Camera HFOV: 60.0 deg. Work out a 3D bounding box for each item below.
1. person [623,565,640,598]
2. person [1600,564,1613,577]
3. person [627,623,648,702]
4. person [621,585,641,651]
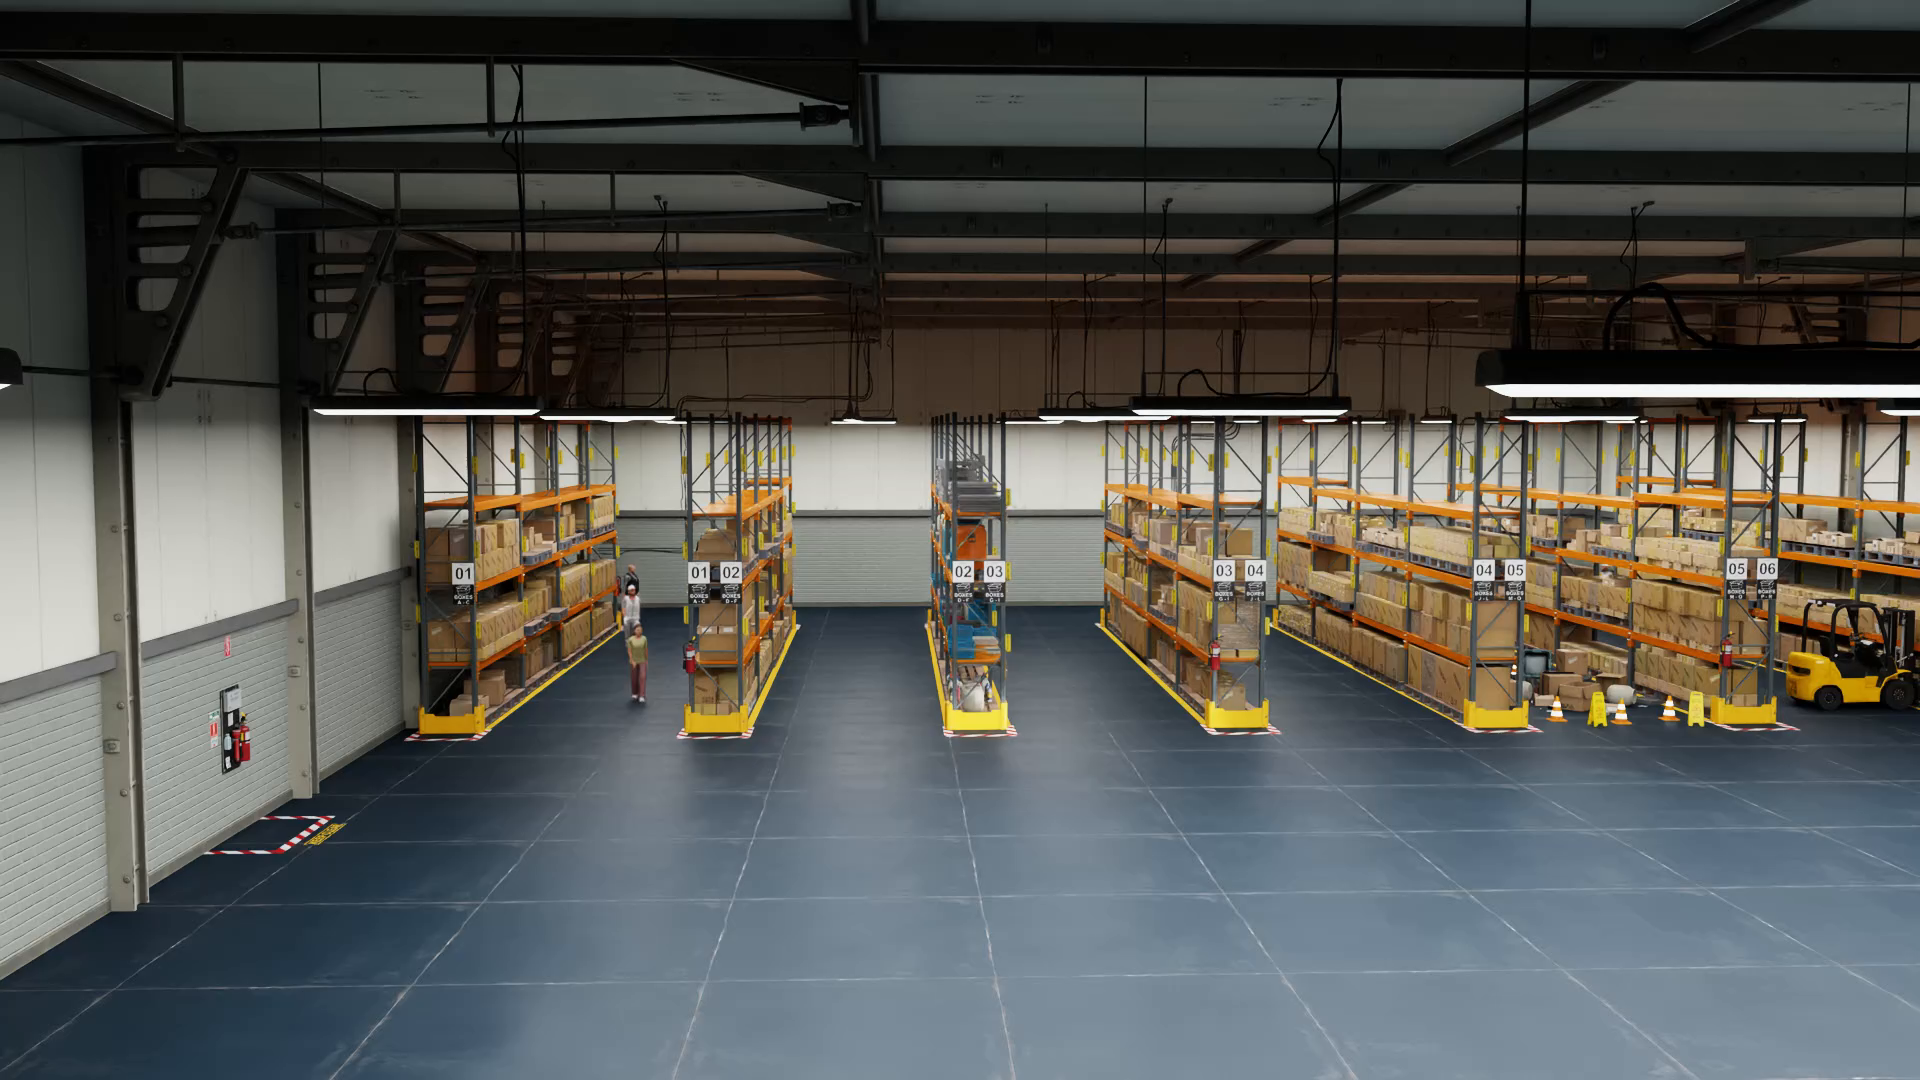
[{"bbox_3d":[-9.478,1.595,48.157,0.497,1.767,0.577,1,4,17],"label":"person"},{"bbox_3d":[19.295,1.491,49.578,1.047,1.721,0.527,0,4,3],"label":"person"},{"bbox_3d":[-6.693,2.543,34.602,0.451,1.607,1.009,-1,4,-19],"label":"person"},{"bbox_3d":[-8.245,1.998,41.704,0.486,1.742,1.071,-1,4,-12],"label":"person"}]
